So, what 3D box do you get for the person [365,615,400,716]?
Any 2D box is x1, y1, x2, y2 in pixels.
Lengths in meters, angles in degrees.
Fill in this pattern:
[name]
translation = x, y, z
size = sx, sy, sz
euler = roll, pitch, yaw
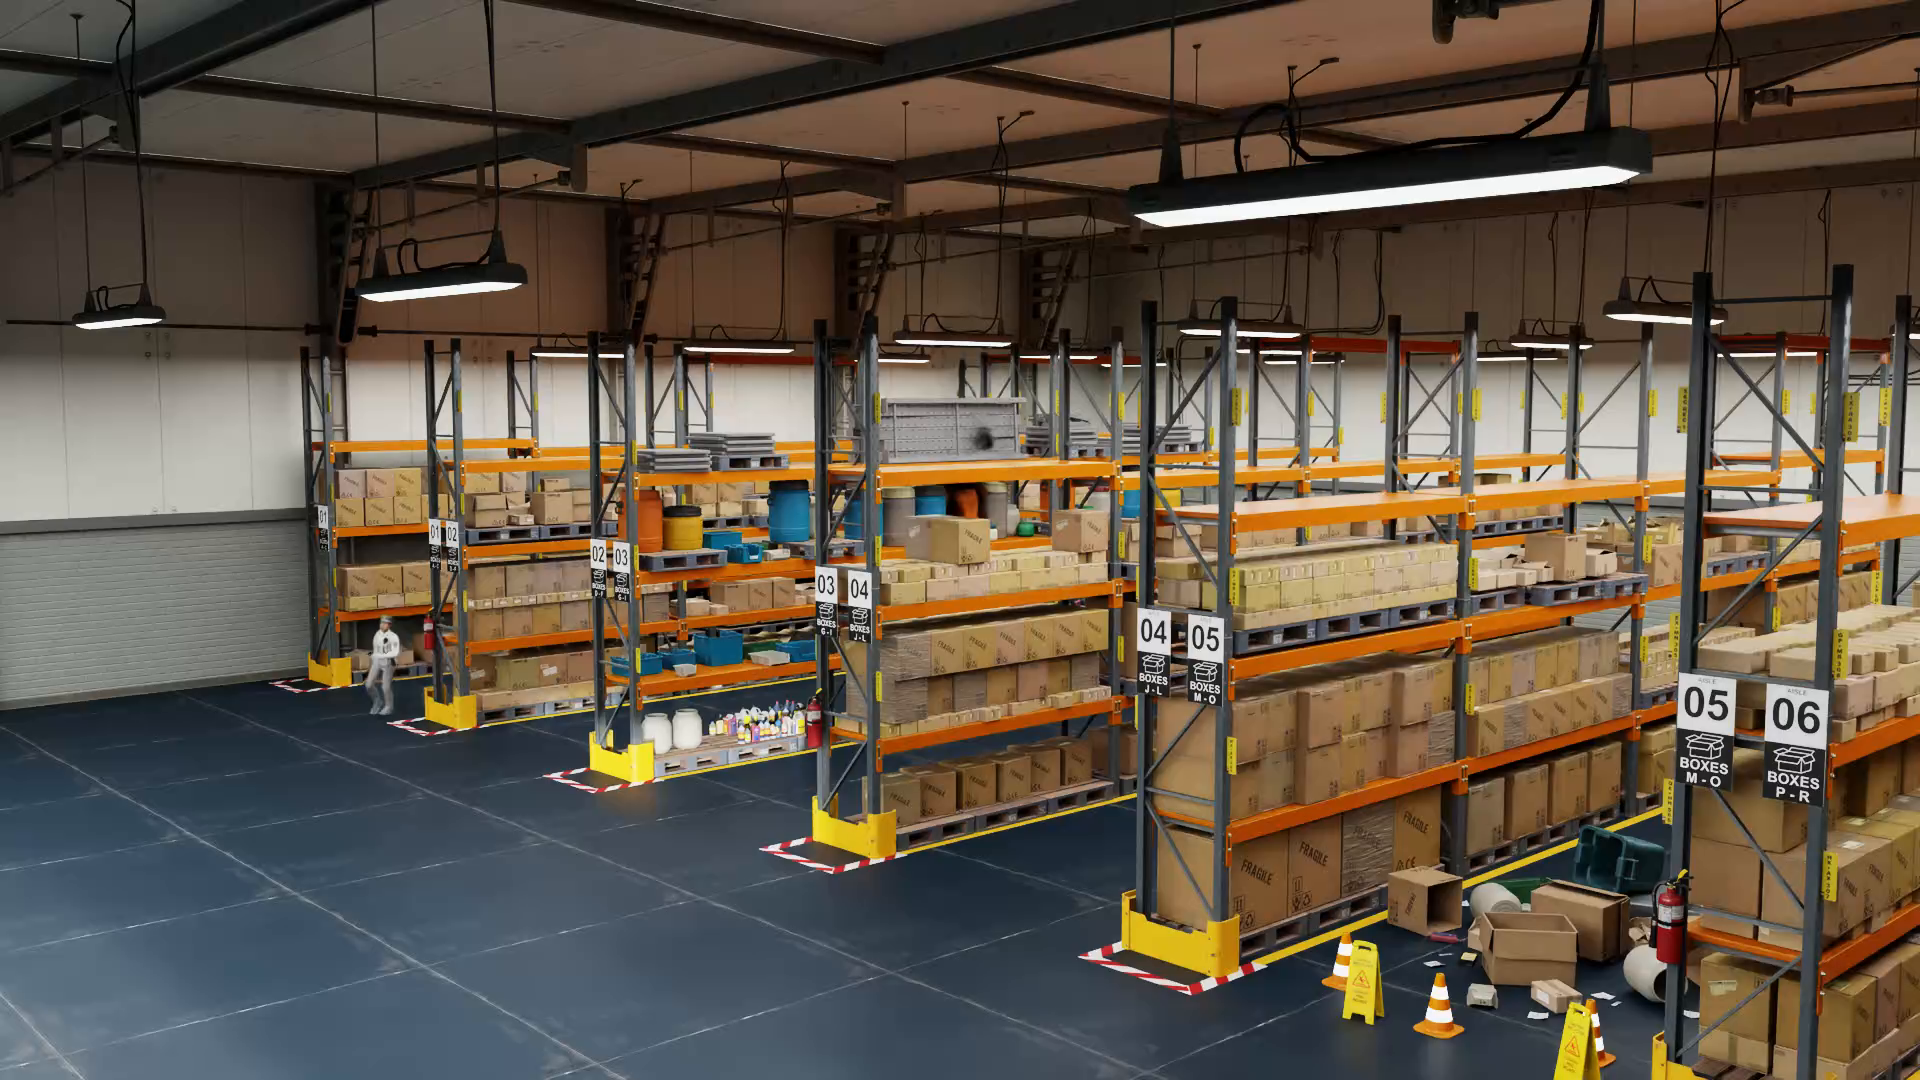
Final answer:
[person]
translation = -9.183, 2.000, 26.605
size = 0.617, 1.663, 0.619
euler = 2, 5, 18
